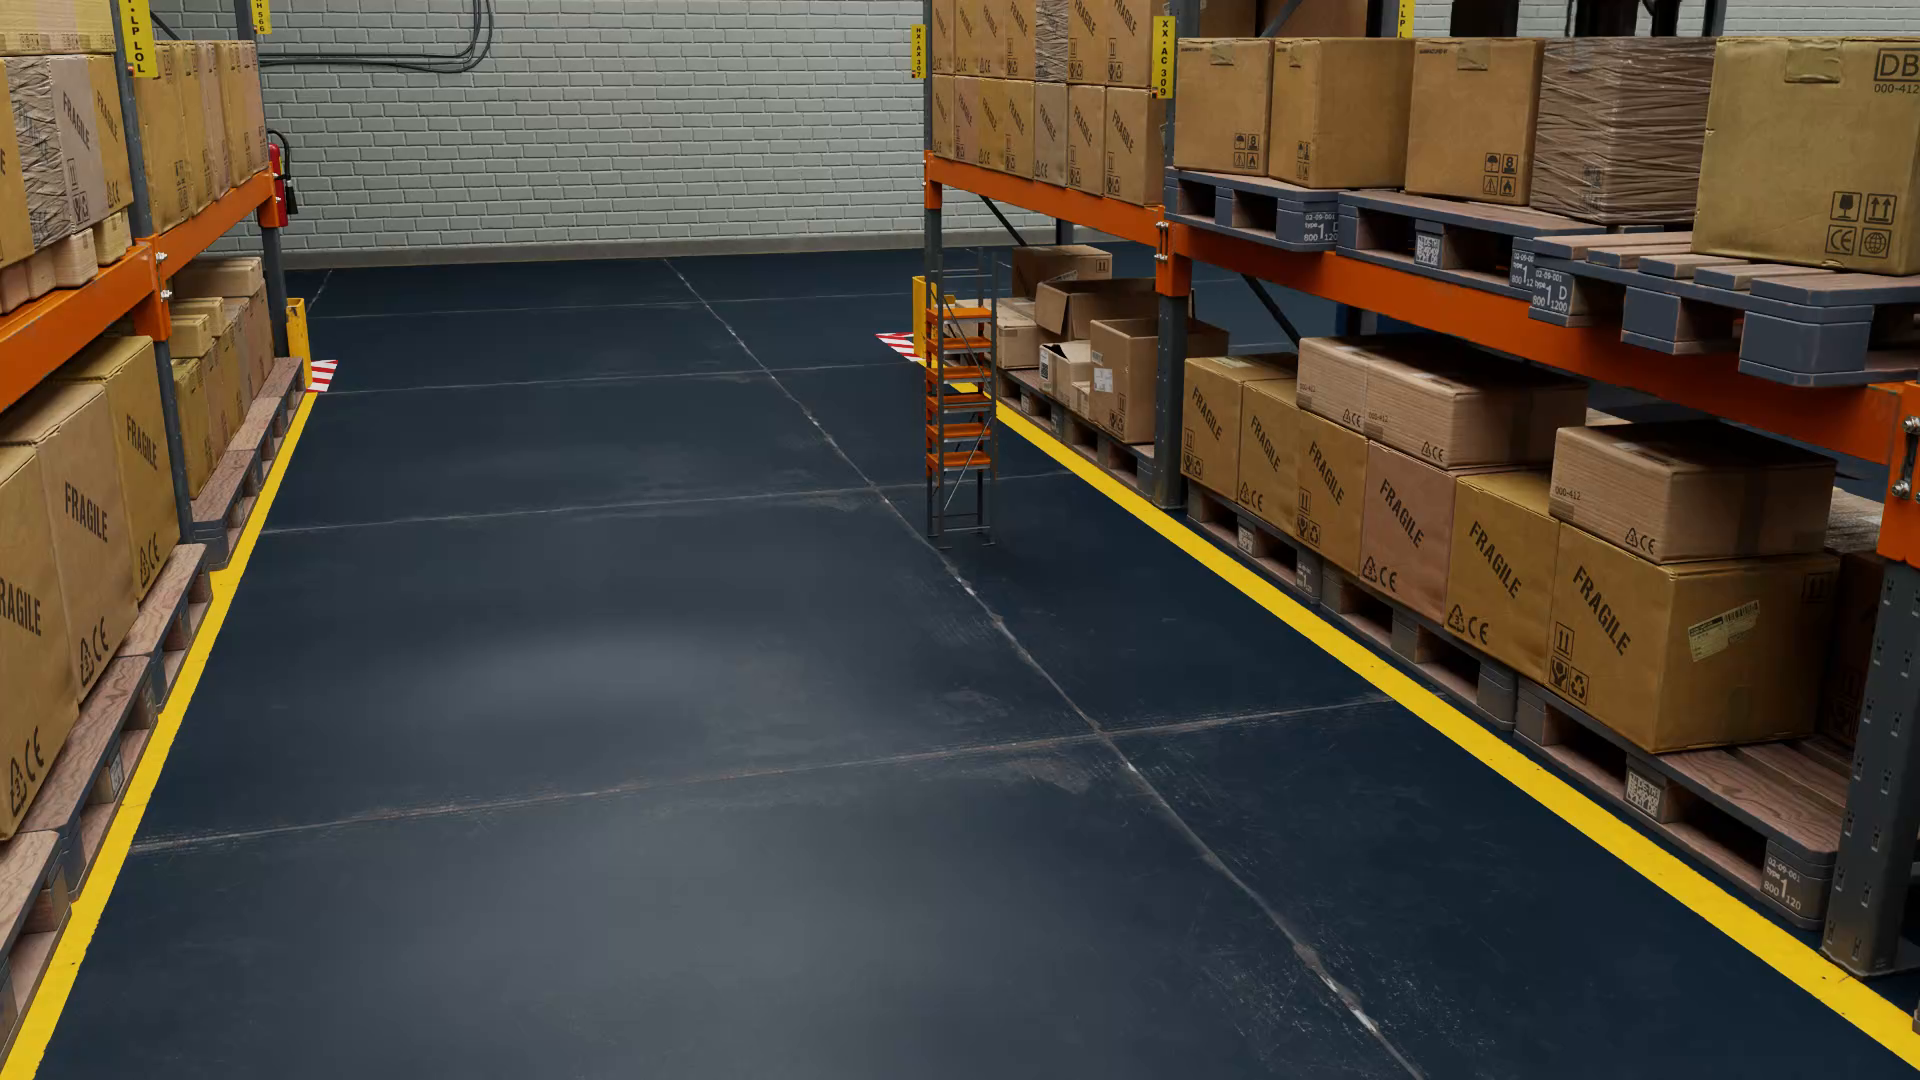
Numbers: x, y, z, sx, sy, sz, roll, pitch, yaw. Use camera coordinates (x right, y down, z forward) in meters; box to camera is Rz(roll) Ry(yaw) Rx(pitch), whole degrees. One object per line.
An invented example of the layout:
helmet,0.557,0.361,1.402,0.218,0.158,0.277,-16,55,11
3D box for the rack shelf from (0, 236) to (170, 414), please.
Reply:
rack shelf,-2.852,-0.329,4.082,1.077,0.370,4.000,-5,17,-15

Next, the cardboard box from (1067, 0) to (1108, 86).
cardboard box,0.829,-2.407,7.838,0.500,0.500,0.500,-5,17,-16

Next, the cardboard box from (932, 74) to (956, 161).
cardboard box,0.130,-2.630,10.319,0.500,0.500,0.500,-4,17,-14

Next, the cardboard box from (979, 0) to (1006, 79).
cardboard box,0.414,-2.826,9.233,0.500,0.500,0.500,-4,17,-14

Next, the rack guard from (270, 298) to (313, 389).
rack guard,-4.507,-1.142,9.886,1.175,0.500,0.348,-5,17,-15

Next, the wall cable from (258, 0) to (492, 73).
wall cable,-5.711,-5.311,14.390,3.097,2.526,0.112,-5,17,-15

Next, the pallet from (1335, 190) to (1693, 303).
pallet,1.921,-0.958,5.261,1.003,0.211,1.213,-5,17,-15

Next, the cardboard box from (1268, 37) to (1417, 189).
cardboard box,1.526,-1.534,5.941,0.700,0.500,0.500,-2,17,-6

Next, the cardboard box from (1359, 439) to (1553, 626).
cardboard box,1.685,-0.054,5.498,0.500,0.500,0.500,-5,18,-17

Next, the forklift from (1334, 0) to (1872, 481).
forklift,3.063,-1.833,7.959,1.130,2.935,3.031,-6,18,-18

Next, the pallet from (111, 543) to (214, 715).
pallet,-3.117,0.317,5.531,1.003,0.211,1.213,-5,17,-15

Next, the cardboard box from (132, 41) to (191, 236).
cardboard box,-3.535,-1.521,6.281,0.980,0.700,0.700,-4,17,-14

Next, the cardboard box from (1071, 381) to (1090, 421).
cardboard box,0.771,-0.698,8.254,0.380,0.149,0.250,-5,17,-15

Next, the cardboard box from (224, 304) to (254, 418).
cardboard box,-3.935,-0.873,8.261,0.700,0.500,0.500,-5,18,-17

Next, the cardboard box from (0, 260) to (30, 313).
cardboard box,-2.729,-0.690,4.435,0.380,0.149,0.250,-5,17,-17

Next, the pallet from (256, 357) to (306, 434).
pallet,-4.205,-0.782,9.189,1.003,0.211,1.213,-5,17,-15

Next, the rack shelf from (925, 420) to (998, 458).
rack shelf,0.004,-0.413,6.813,0.258,0.103,0.180,-5,17,-15

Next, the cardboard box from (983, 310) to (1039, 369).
cardboard box,0.413,-1.170,9.647,0.500,0.250,0.500,-5,17,-15

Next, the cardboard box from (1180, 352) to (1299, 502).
cardboard box,1.259,-0.479,6.914,0.500,0.500,0.500,-6,18,-18

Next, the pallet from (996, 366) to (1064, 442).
pallet,0.834,-0.811,9.287,1.003,0.211,1.213,-5,17,-15

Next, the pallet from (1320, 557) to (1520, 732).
pallet,1.960,0.277,5.664,1.003,0.211,1.213,-5,17,-15

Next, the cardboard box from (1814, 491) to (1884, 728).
cardboard box,2.460,0.181,4.716,0.500,0.500,0.500,-5,18,-17

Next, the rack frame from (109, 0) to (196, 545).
rack frame,-3.401,-1.226,5.820,1.000,3.000,0.127,-5,17,-15

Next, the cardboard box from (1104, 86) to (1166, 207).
cardboard box,0.977,-1.785,7.506,0.500,0.500,0.500,-4,17,-14

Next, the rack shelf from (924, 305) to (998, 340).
rack shelf,0.004,-0.873,6.675,0.258,0.103,0.180,-5,17,-15

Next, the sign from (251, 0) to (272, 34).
sign,-3.975,-3.040,9.433,0.100,0.325,0.005,-5,17,-15

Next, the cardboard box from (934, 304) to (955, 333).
cardboard box,0.046,-1.428,10.682,0.380,0.149,0.250,-5,17,-15

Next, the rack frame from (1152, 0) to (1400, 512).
rack frame,1.361,-1.619,7.128,1.000,3.000,0.127,-5,17,-15

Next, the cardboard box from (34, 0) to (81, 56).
cardboard box,-2.896,-1.534,4.816,0.500,0.250,0.500,-4,17,-14

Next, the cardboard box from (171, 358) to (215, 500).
cardboard box,-3.508,-0.445,6.835,0.700,0.500,0.500,-4,17,-15

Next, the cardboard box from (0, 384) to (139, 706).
cardboard box,-2.850,0.017,4.687,0.750,0.750,0.750,-4,17,-14

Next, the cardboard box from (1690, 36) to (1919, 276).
cardboard box,2.179,-0.927,3.920,0.700,0.500,0.500,-12,20,-34

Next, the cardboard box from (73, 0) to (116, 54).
cardboard box,-3.027,-1.676,5.290,0.500,0.250,0.500,-4,17,-14

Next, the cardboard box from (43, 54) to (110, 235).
cardboard box,-2.882,-1.178,4.934,0.500,0.500,0.500,-5,17,-15

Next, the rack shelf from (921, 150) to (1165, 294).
rack shelf,0.811,-1.828,9.073,1.077,0.370,4.000,-5,17,-15

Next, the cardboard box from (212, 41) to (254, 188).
cardboard box,-4.140,-2.136,8.327,0.980,0.700,0.700,-5,17,-16

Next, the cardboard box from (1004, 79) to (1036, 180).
cardboard box,0.548,-2.210,8.921,0.500,0.500,0.500,-4,17,-15

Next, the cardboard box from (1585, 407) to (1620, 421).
cardboard box,2.037,-0.243,6.126,0.500,0.500,0.500,-4,17,-15

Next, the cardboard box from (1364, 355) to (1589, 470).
cardboard box,1.673,-0.423,5.424,0.500,0.250,0.500,-5,17,-16

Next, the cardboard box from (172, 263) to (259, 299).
cardboard box,-3.930,-1.370,8.786,0.380,0.149,0.250,-4,17,-14

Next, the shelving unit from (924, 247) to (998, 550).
shelving unit,0.004,-0.571,6.766,0.258,1.200,0.189,-5,17,-15
